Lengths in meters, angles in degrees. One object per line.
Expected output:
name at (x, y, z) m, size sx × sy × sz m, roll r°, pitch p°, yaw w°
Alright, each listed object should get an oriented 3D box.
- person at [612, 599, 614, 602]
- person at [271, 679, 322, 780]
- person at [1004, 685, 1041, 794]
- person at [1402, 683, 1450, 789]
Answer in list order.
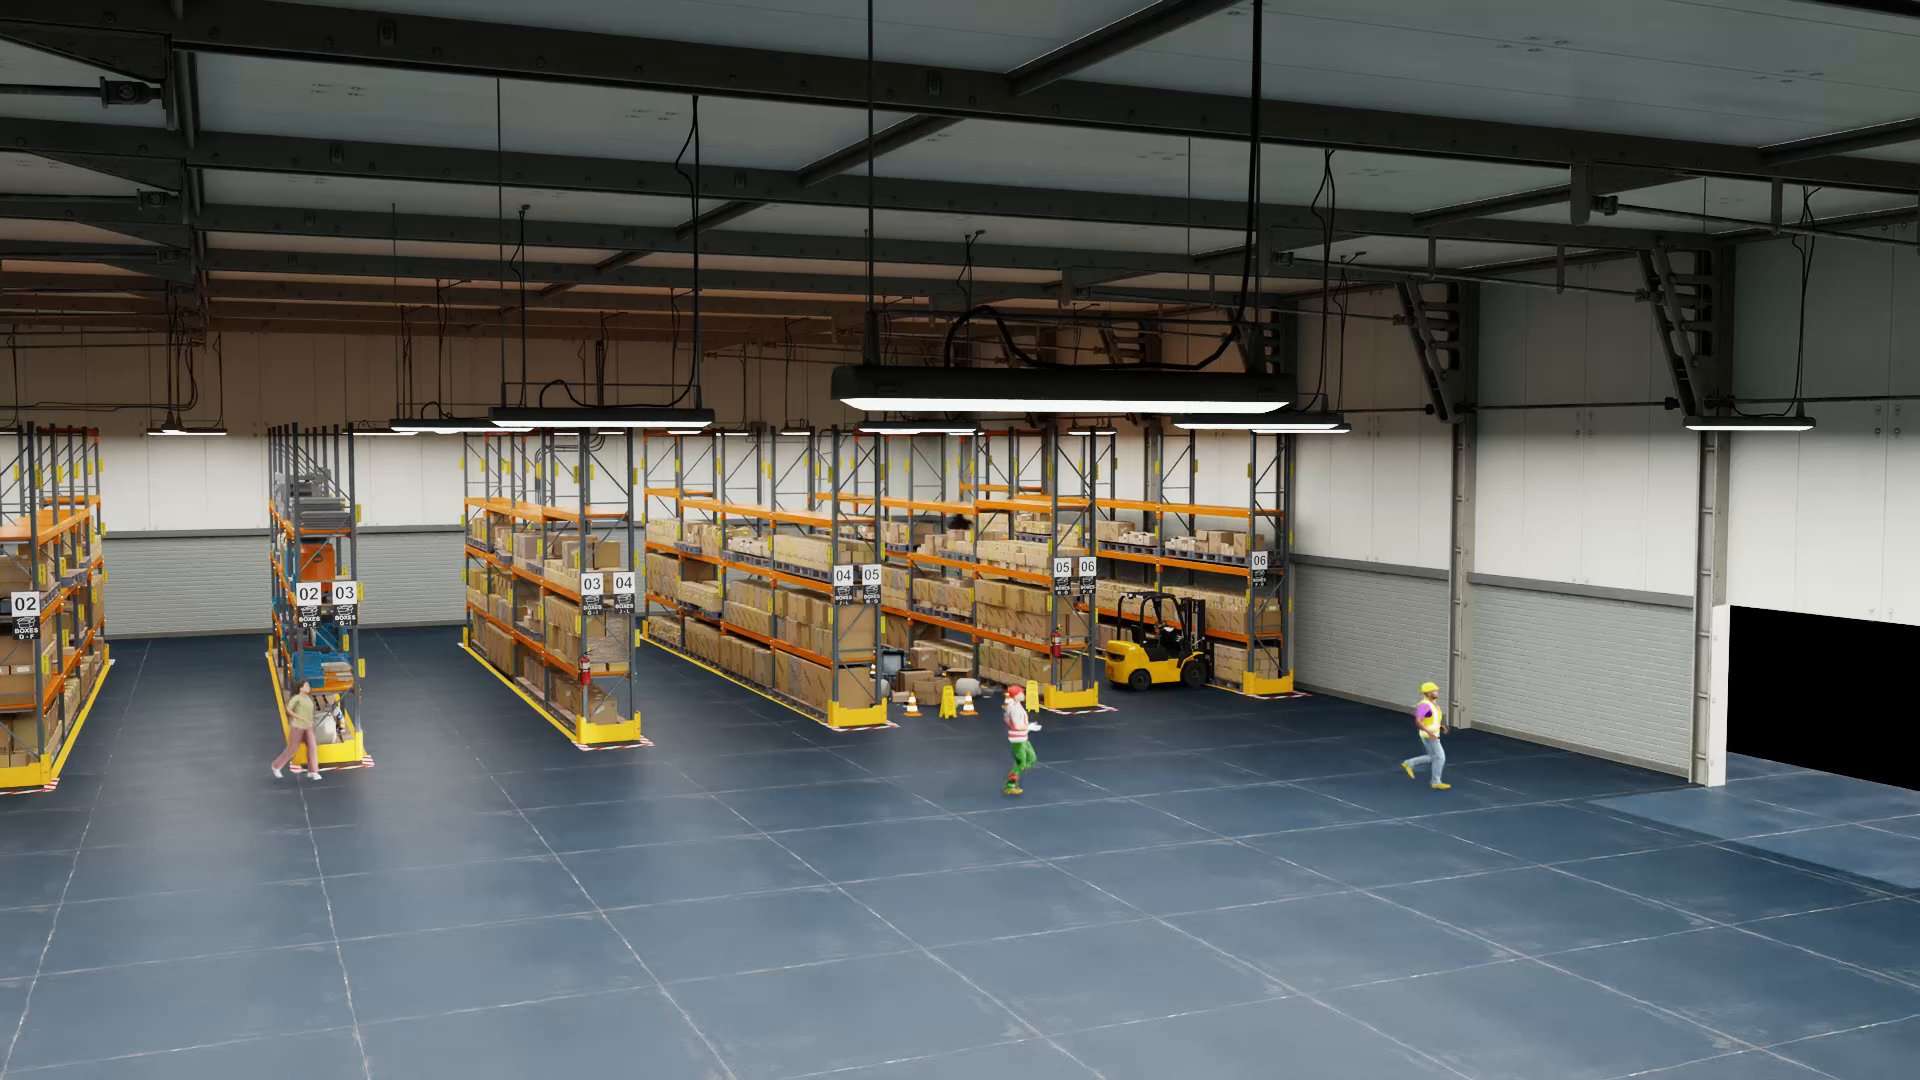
person at (-9.237, 2.164, 45.221) m, size 0.549 × 1.620 × 0.828 m, roll -1°, pitch 4°, yaw -19°
person at (-11.058, 3.172, 27.985) m, size 0.944 × 1.650 × 0.644 m, roll 1°, pitch 4°, yaw 18°
person at (0.998, 3.201, 26.681) m, size 0.604 × 1.750 × 0.640 m, roll 0°, pitch 3°, yaw 3°
person at (7.635, 3.190, 27.219) m, size 0.795 × 1.733 × 0.739 m, roll 2°, pitch 4°, yaw 24°
